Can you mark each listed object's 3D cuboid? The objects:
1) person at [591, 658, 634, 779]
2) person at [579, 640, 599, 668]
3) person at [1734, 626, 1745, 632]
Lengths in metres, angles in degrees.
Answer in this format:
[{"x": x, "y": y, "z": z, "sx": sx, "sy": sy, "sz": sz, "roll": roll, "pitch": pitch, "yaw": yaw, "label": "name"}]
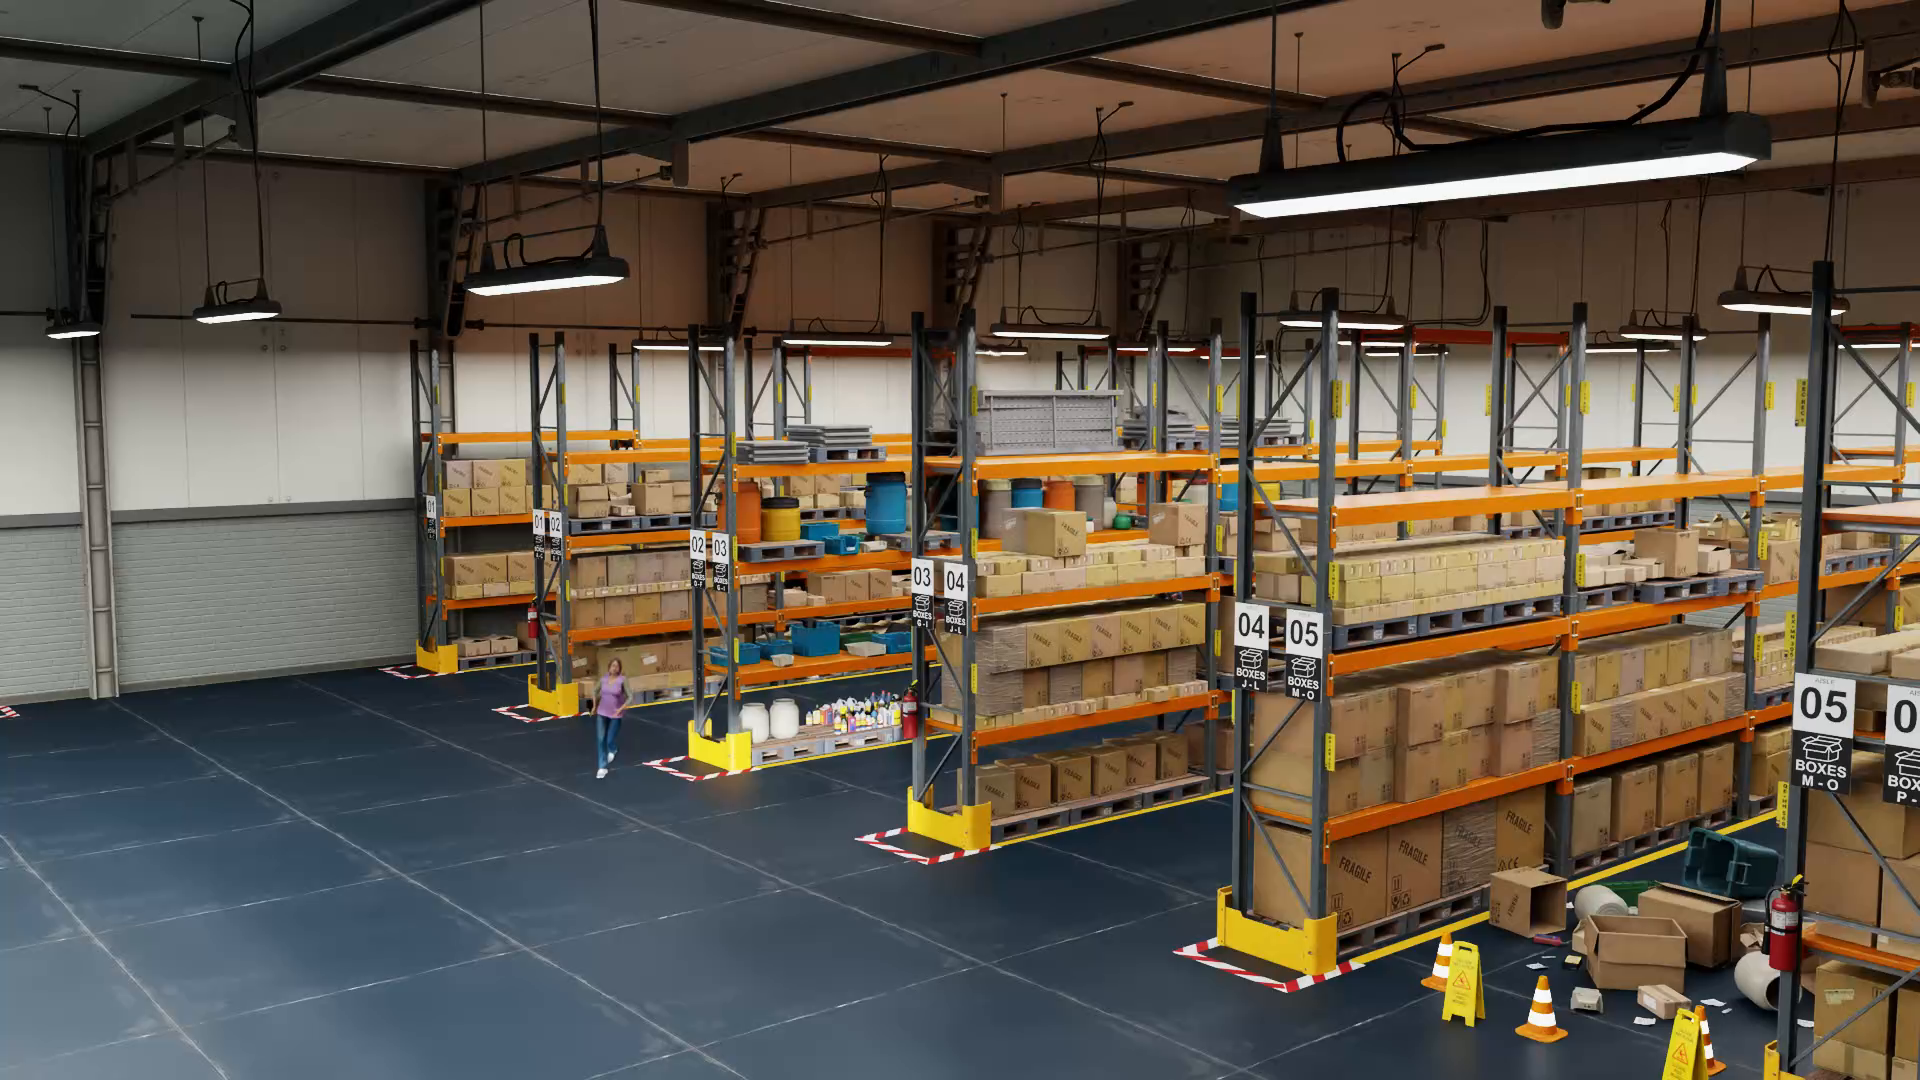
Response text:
[{"x": -4.633, "y": 2.347, "z": 22.195, "sx": 0.584, "sy": 1.575, "sz": 0.670, "roll": 0, "pitch": 5, "yaw": 3, "label": "person"}, {"x": -6.478, "y": 1.672, "z": 28.713, "sx": 1.009, "sy": 1.789, "sz": 0.626, "roll": -4, "pitch": 7, "yaw": -38, "label": "person"}, {"x": 11.338, "y": 2.087, "z": 24.212, "sx": 0.695, "sy": 1.708, "sz": 0.761, "roll": 5, "pitch": 7, "yaw": 40, "label": "person"}]
